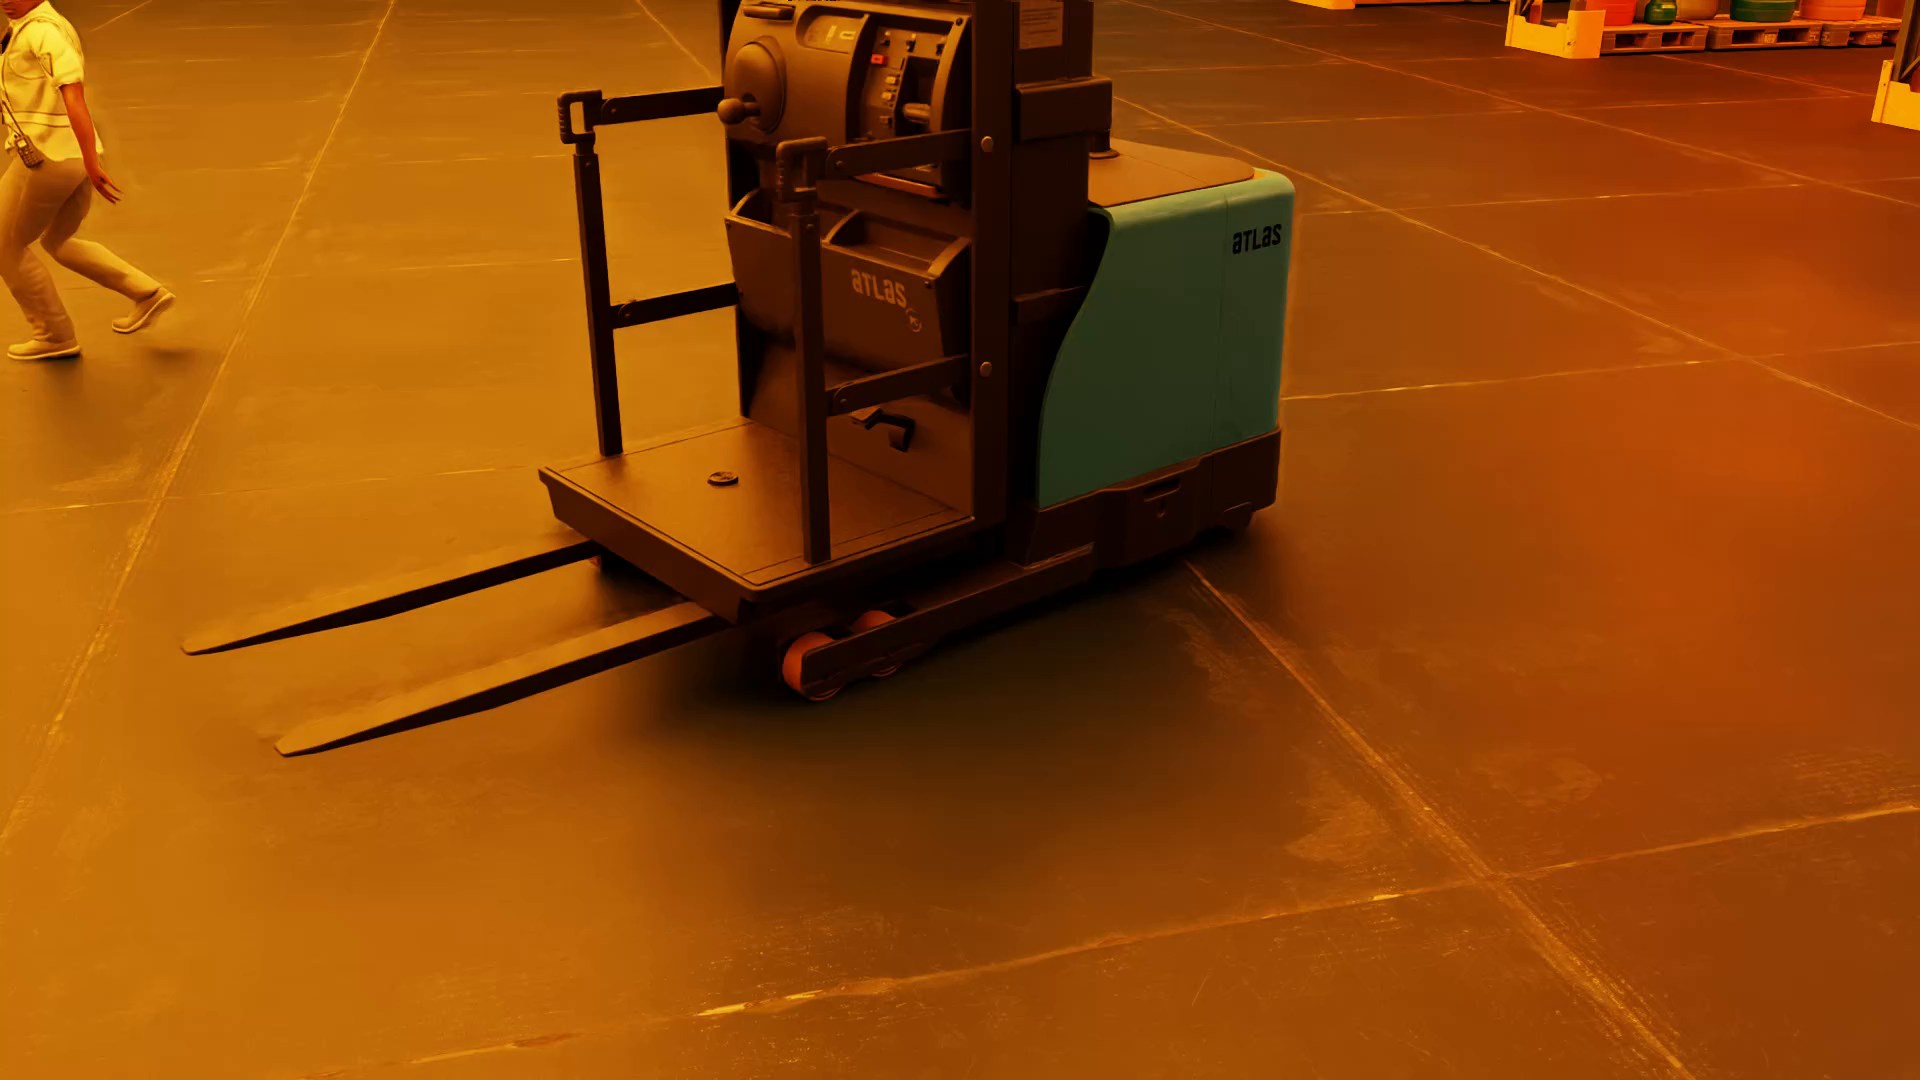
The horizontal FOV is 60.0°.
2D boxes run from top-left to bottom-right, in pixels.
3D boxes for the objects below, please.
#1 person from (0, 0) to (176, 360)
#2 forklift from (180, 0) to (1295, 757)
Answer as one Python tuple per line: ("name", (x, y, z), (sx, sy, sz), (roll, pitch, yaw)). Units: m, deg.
("person", (-3.573, -1.486, 6.530), (0.668, 1.593, 0.556), (-3, 23, -6))
("forklift", (-0.466, -1.182, 4.088), (3.031, 2.935, 1.130), (-19, 29, -37))
